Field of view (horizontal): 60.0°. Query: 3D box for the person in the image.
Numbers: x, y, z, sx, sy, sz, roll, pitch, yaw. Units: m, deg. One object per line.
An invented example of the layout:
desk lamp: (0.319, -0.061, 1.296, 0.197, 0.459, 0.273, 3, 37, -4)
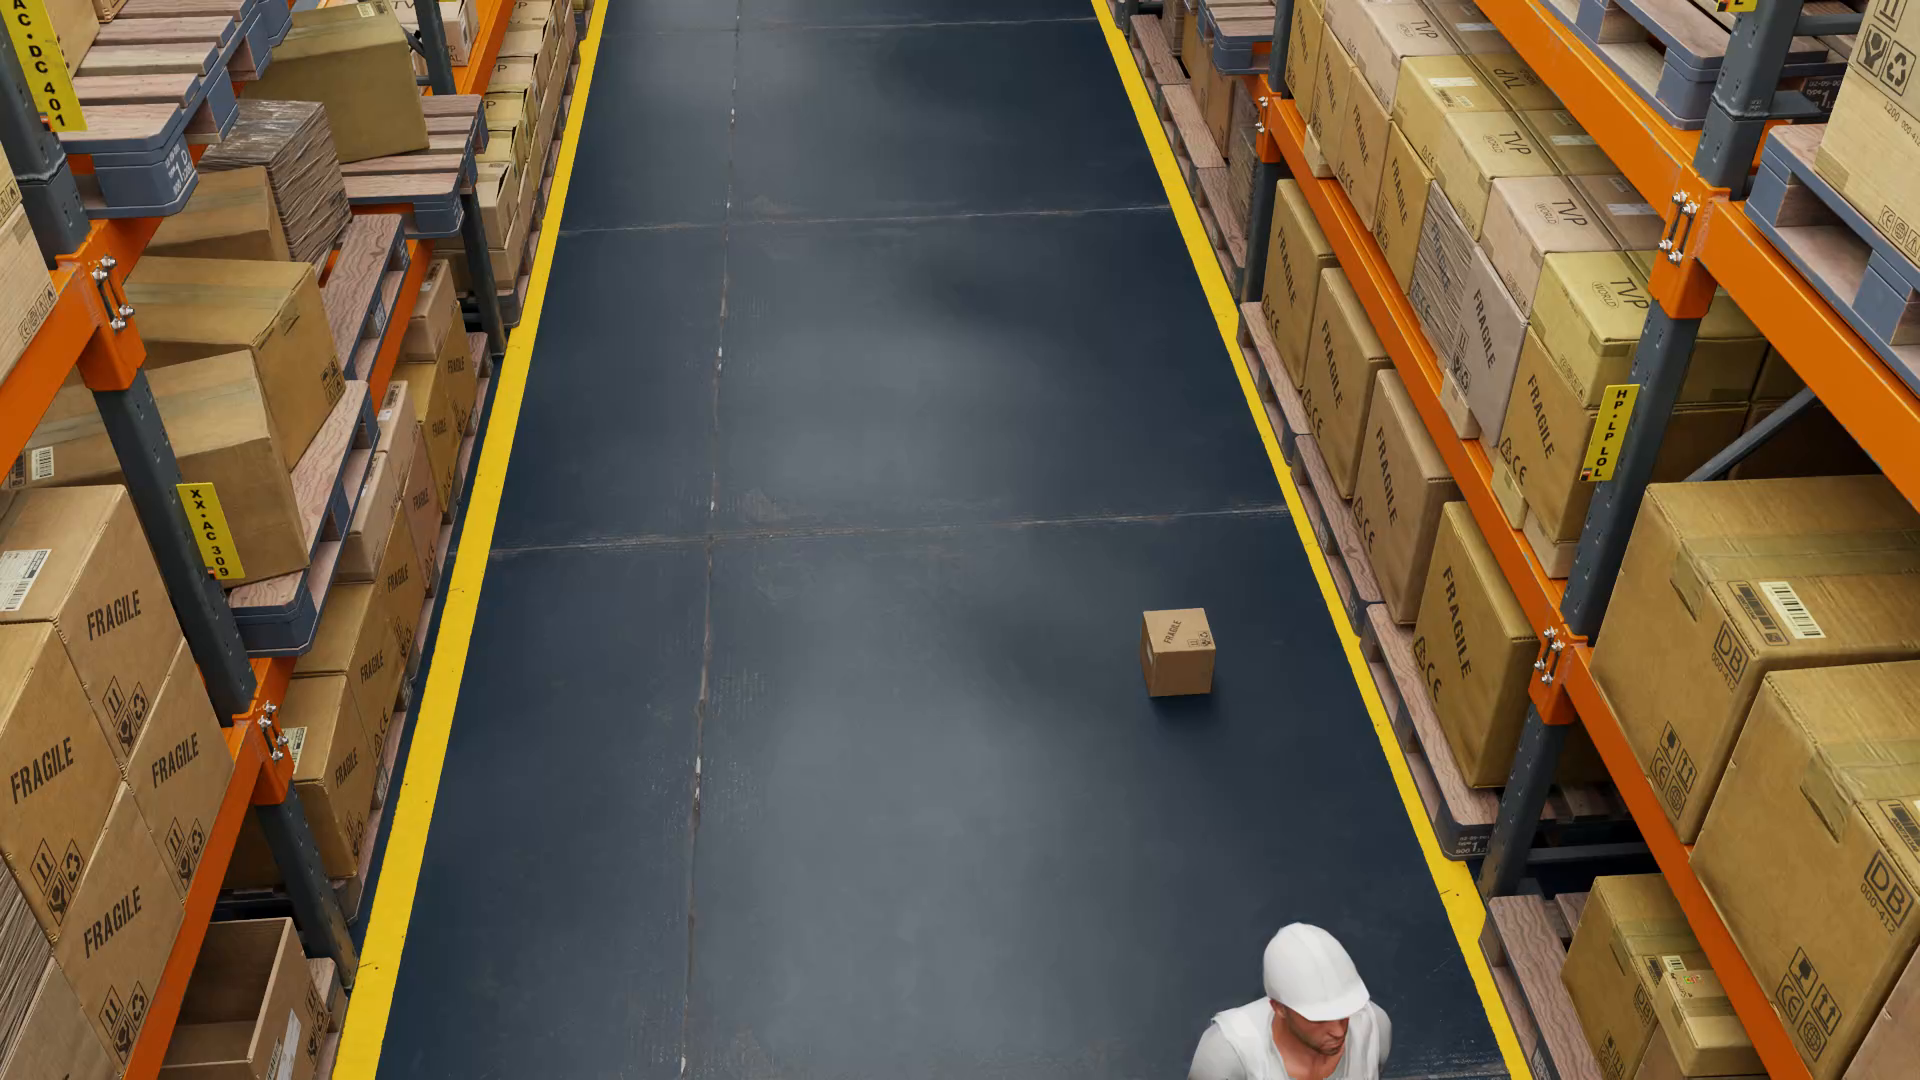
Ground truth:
person: (0.784, 1.594, 4.148, 0.528, 1.748, 0.985, -5, 39, -7)
